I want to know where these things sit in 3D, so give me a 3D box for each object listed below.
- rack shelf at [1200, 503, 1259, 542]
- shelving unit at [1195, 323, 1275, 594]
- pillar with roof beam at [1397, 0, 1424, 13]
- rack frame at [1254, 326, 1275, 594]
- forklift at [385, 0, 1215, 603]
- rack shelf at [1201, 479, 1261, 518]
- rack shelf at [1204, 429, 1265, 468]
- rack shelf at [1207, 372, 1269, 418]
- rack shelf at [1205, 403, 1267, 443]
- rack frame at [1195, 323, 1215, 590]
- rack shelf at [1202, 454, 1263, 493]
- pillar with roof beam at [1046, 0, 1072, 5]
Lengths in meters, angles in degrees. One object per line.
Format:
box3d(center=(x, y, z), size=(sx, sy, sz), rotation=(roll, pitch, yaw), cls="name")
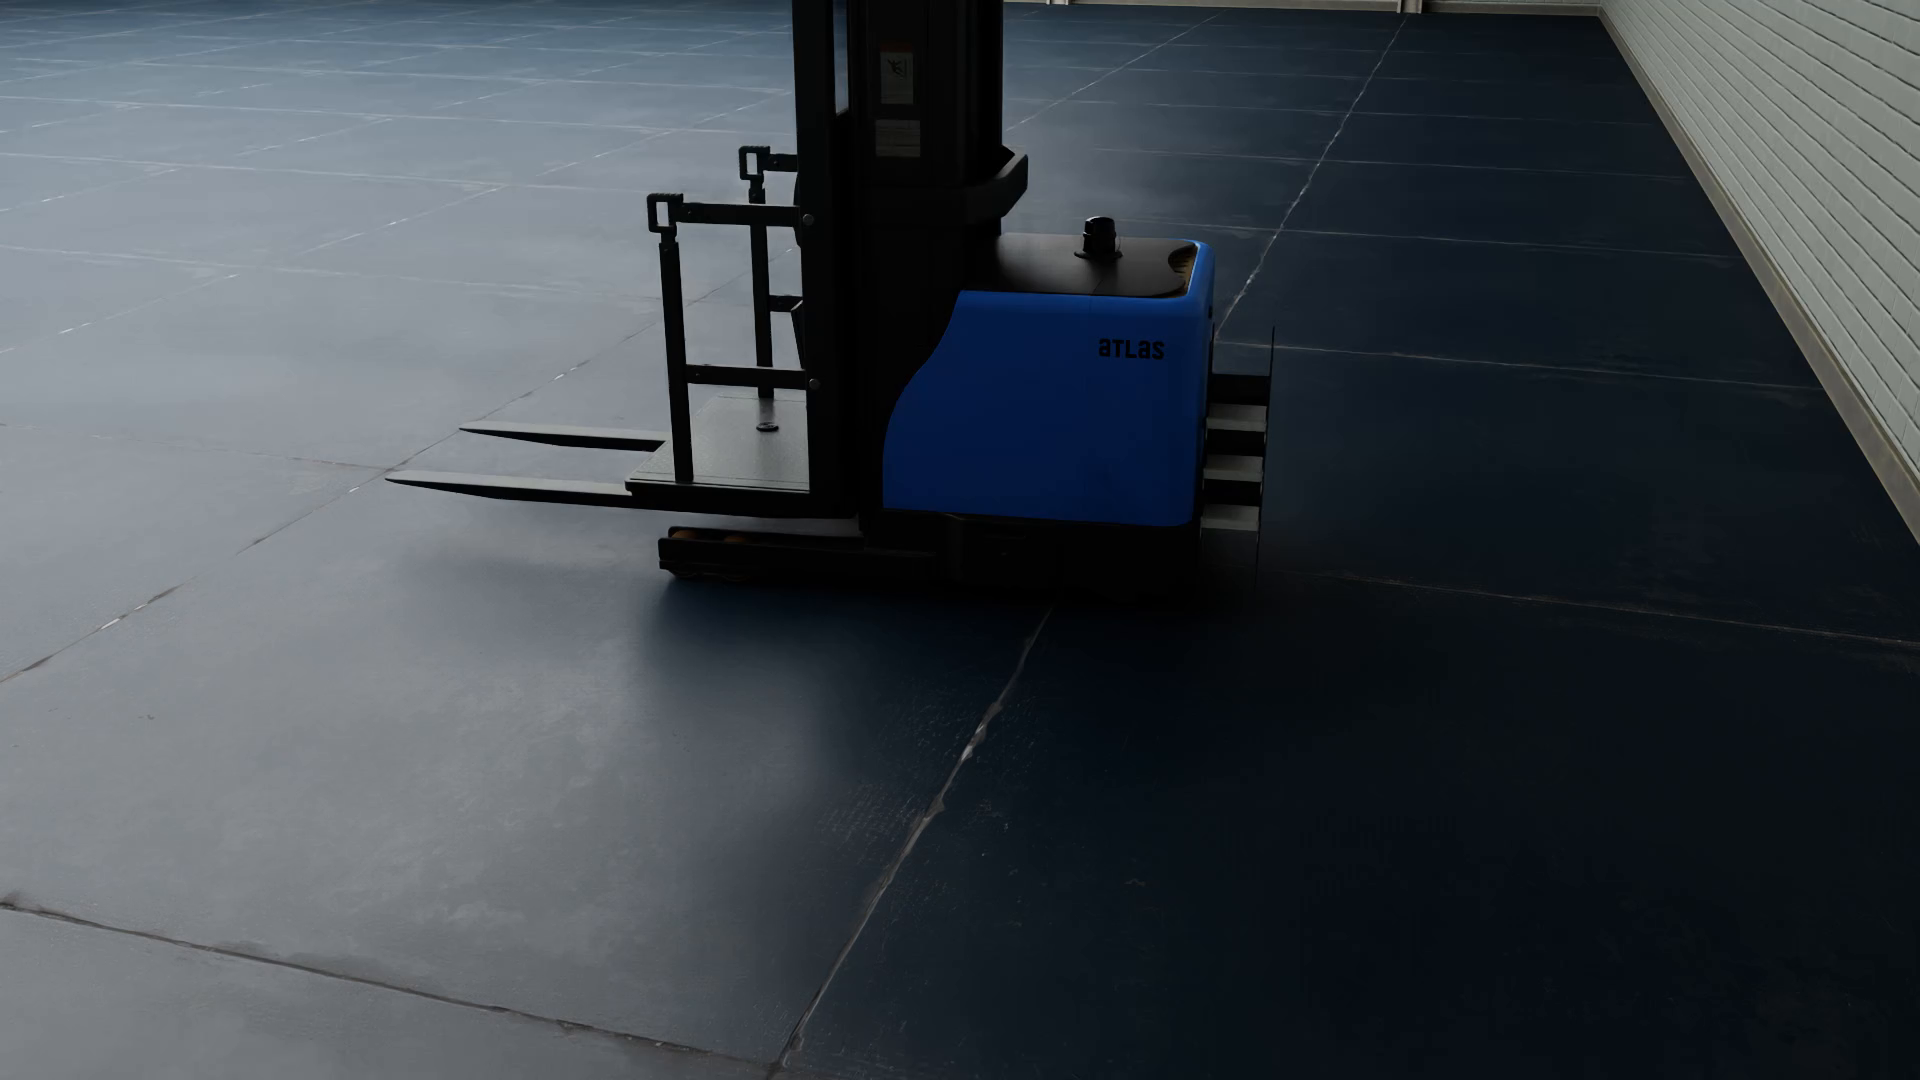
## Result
box3d(center=(0.951, -0.082, 5.845), size=(0.200, 0.077, 0.258), rotation=(4, 23, 10), cls="rack shelf")
box3d(center=(0.951, -0.279, 5.764), size=(0.210, 0.900, 0.258), rotation=(4, 23, 10), cls="shelving unit")
box3d(center=(6.255, -11.401, 22.208), size=(0.400, 9.000, 9.100), rotation=(7, 23, 16), cls="pillar with roof beam")
box3d(center=(1.051, -0.272, 5.747), size=(0.006, 0.900, 0.240), rotation=(4, 23, 10), cls="rack frame")
box3d(center=(-0.615, -1.400, 5.821), size=(3.031, 2.935, 1.130), rotation=(4, 23, 10), cls="forklift")
box3d(center=(0.951, -0.165, 5.811), size=(0.200, 0.077, 0.258), rotation=(4, 23, 10), cls="rack shelf")
box3d(center=(0.951, -0.331, 5.743), size=(0.200, 0.077, 0.258), rotation=(4, 23, 10), cls="rack shelf")
box3d(center=(0.951, -0.498, 5.675), size=(0.200, 0.077, 0.258), rotation=(4, 23, 10), cls="rack shelf")
box3d(center=(0.951, -0.415, 5.709), size=(0.200, 0.077, 0.258), rotation=(4, 23, 10), cls="rack shelf")
box3d(center=(0.851, -0.286, 5.782), size=(0.006, 0.900, 0.240), rotation=(4, 23, 10), cls="rack frame")
box3d(center=(0.951, -0.248, 5.777), size=(0.200, 0.077, 0.258), rotation=(4, 23, 10), cls="rack shelf")
box3d(center=(0.511, -12.059, 23.811), size=(0.400, 9.000, 9.100), rotation=(7, 23, 16), cls="pillar with roof beam")
